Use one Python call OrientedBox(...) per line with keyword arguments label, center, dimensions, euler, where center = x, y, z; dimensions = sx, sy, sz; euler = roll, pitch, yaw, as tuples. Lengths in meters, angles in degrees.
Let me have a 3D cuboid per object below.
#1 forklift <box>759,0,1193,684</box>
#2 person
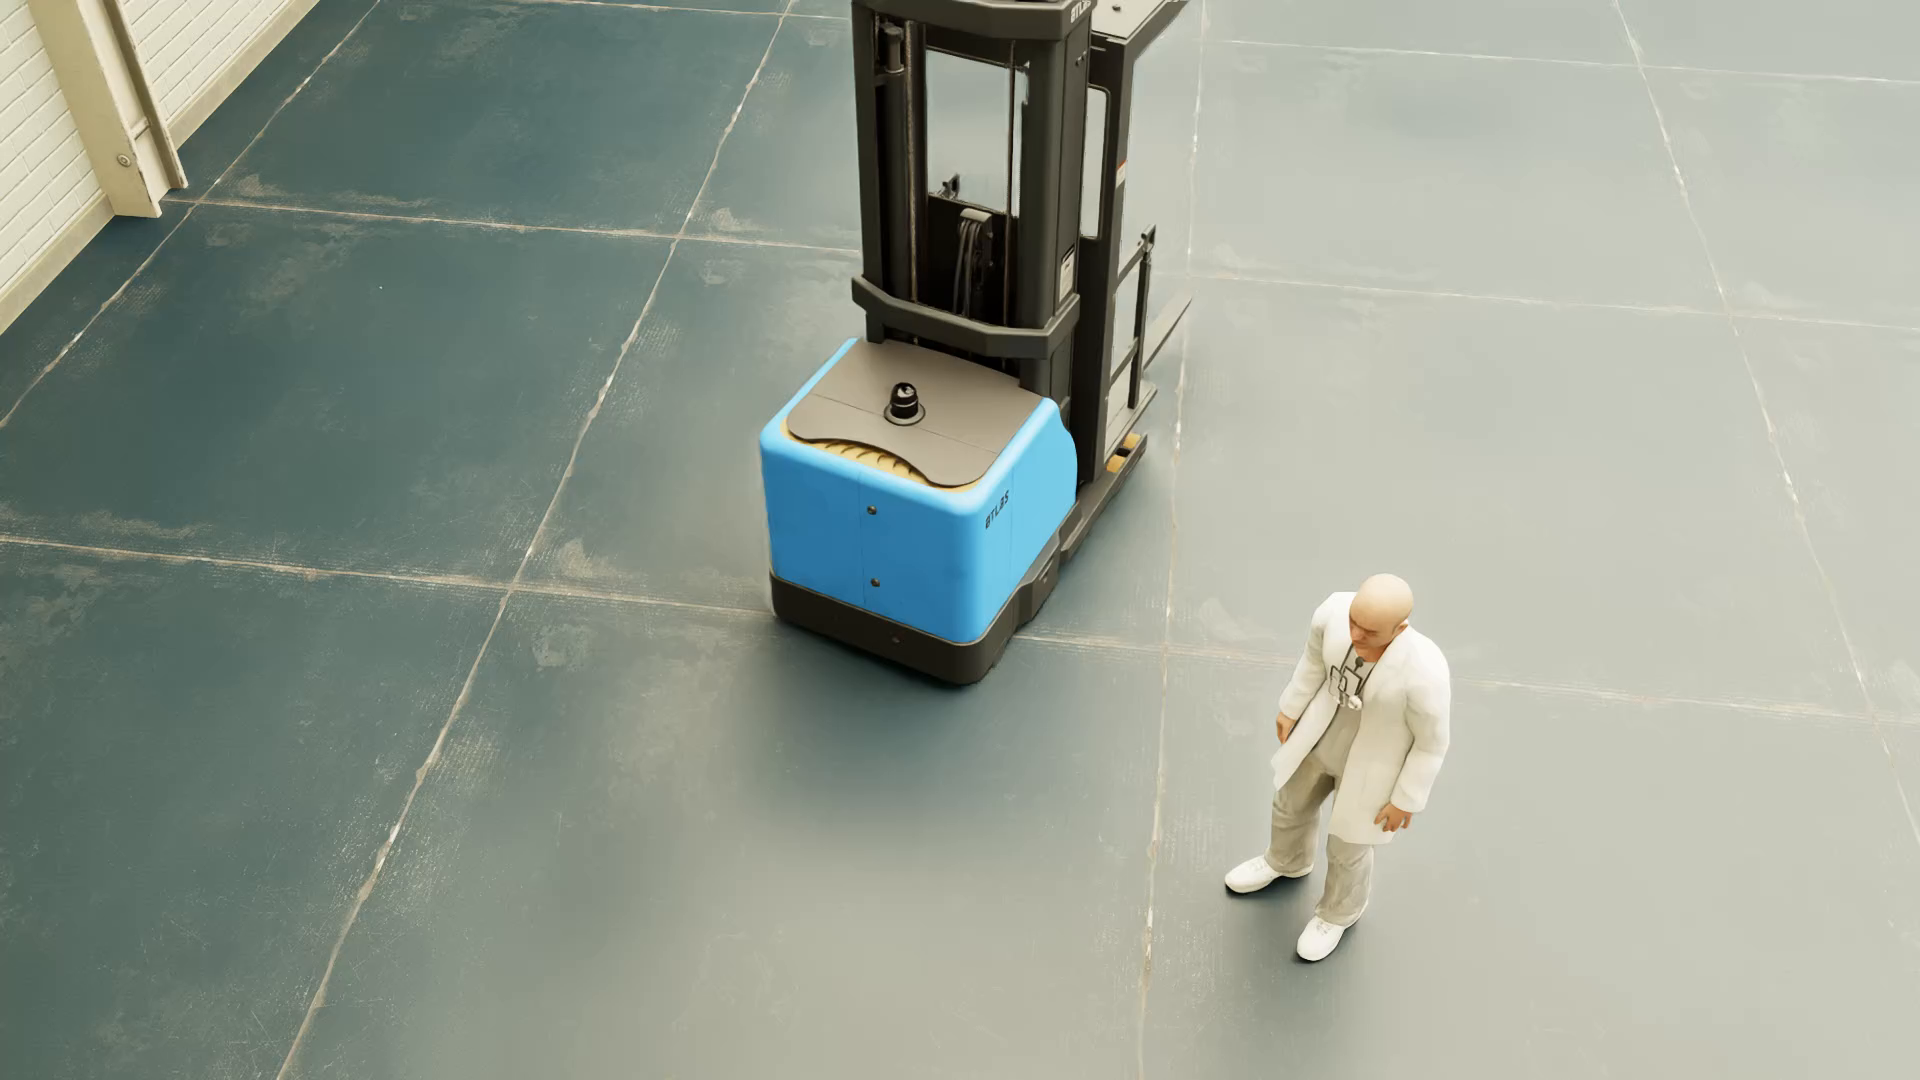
OrientedBox(label="forklift", center=(0.279, -1.458, 7.311), dimensions=(1.130, 2.935, 3.031), euler=(19, 46, 20))
OrientedBox(label="person", center=(1.346, 0.749, 5.765), dimensions=(0.429, 1.772, 0.644), euler=(-26, 49, -26))
